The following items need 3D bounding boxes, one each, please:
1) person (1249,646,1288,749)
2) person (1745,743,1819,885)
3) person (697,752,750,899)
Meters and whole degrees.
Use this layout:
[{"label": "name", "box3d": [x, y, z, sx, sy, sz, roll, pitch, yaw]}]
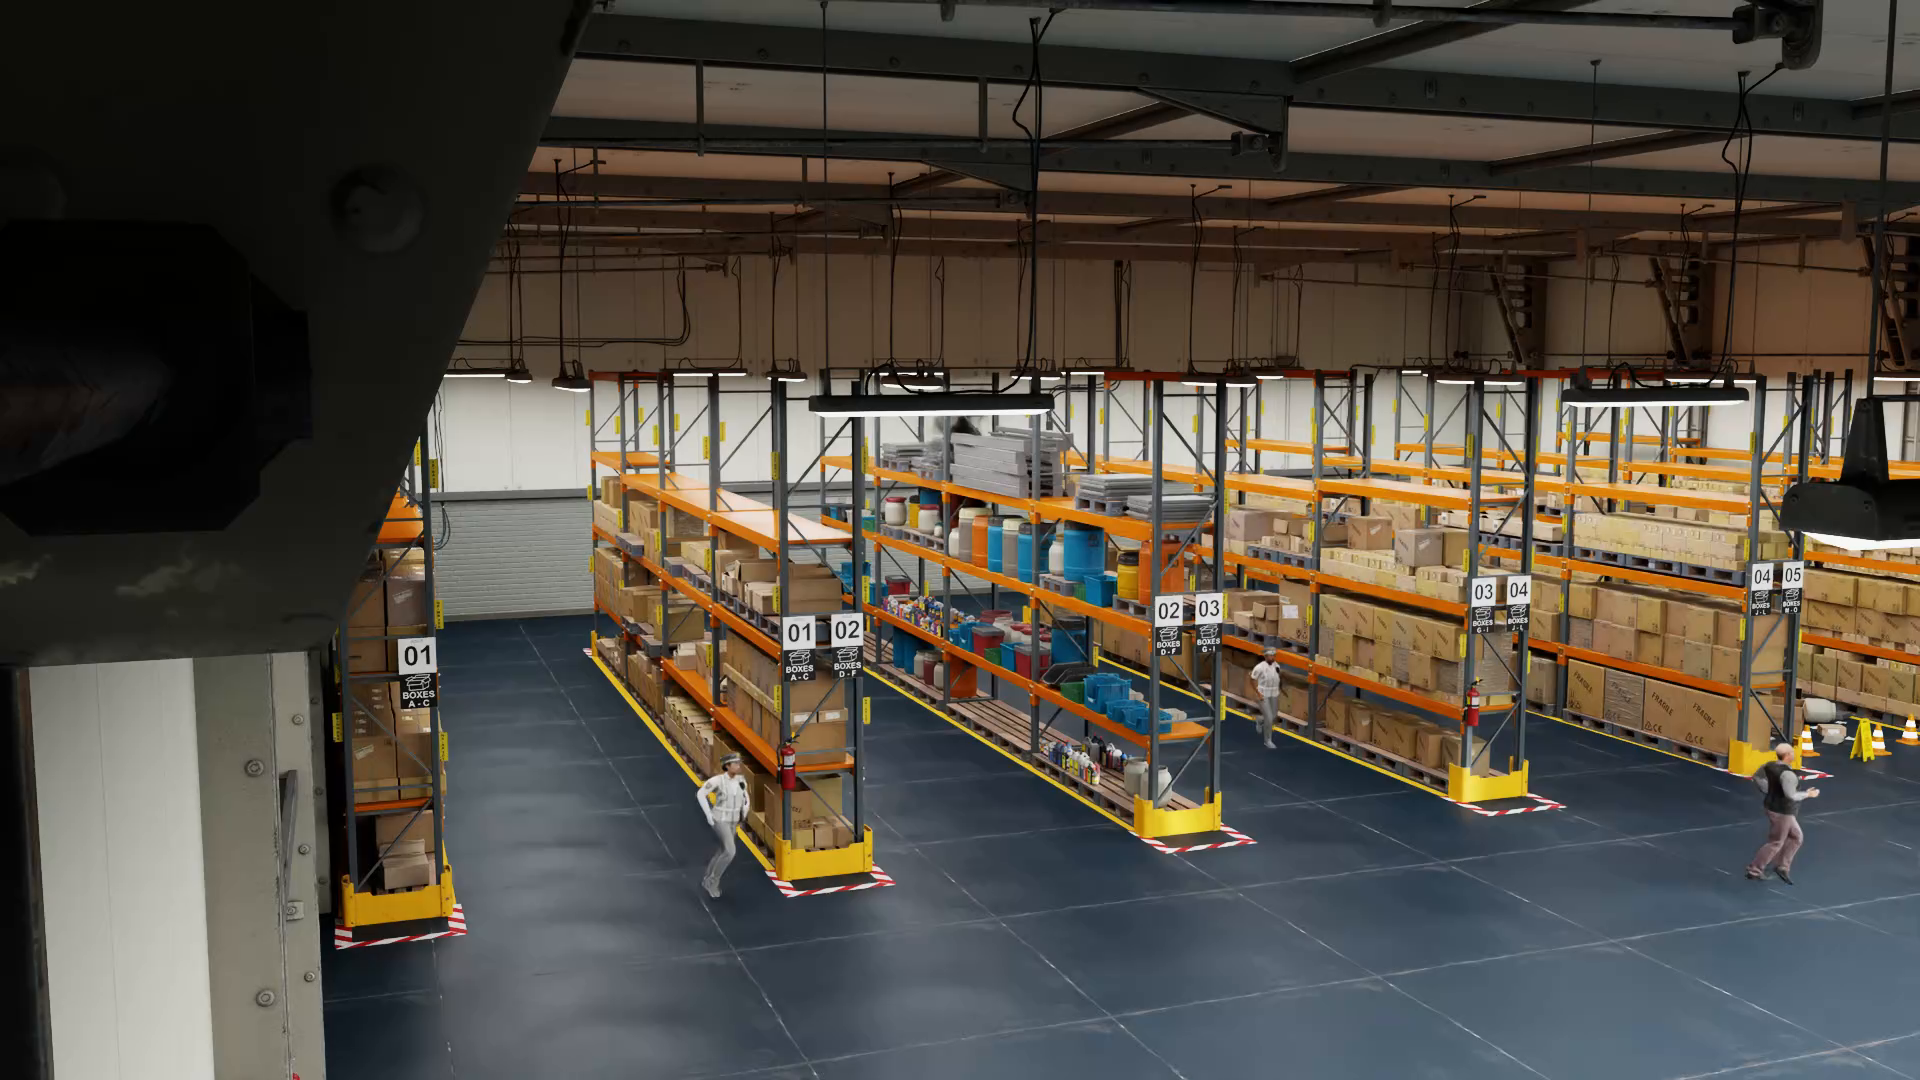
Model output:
[{"label": "person", "box3d": [4.945, 2.513, 26.995, 0.557, 1.655, 0.695, -3, 7, -22]}, {"label": "person", "box3d": [9.779, 3.204, 19.779, 0.756, 1.607, 0.635, 1, 6, 10]}, {"label": "person", "box3d": [-2.741, 3.336, 19.574, 0.612, 1.684, 0.633, 5, 8, 40]}]
